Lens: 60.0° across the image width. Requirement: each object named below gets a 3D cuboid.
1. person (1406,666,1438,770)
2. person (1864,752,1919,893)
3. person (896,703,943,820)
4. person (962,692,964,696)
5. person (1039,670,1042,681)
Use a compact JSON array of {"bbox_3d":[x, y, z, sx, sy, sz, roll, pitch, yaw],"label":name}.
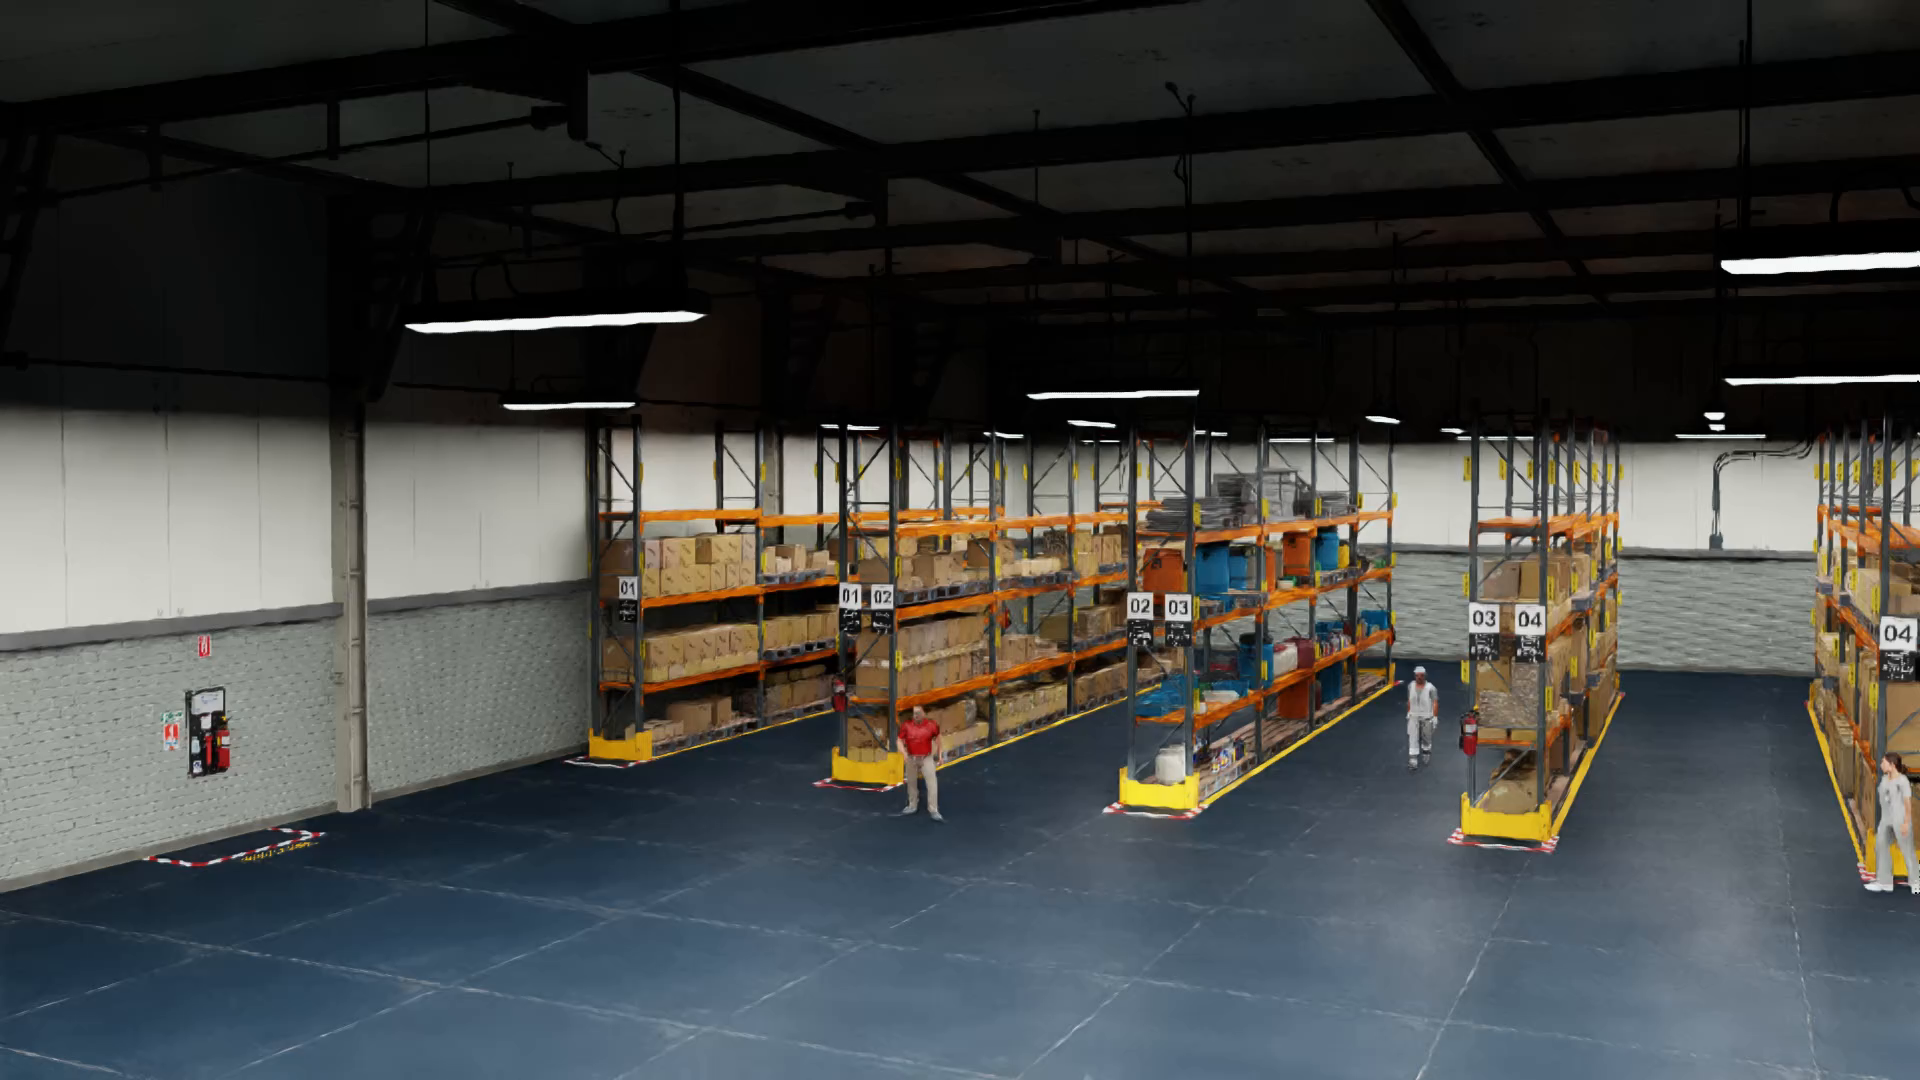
[{"bbox_3d":[7.780,2.979,28.036,0.565,1.736,1.045,1,3,24],"label":"person"},{"bbox_3d":[11.175,3.359,19.811,0.571,1.668,0.507,0,2,-11],"label":"person"},{"bbox_3d":[-0.563,3.171,24.058,0.696,1.660,0.849,0,2,7],"label":"person"},{"bbox_3d":[-0.108,2.773,34.681,0.598,1.619,0.507,1,3,23],"label":"person"},{"bbox_3d":[2.027,2.558,38.791,0.416,1.677,0.537,0,2,-5],"label":"person"}]
